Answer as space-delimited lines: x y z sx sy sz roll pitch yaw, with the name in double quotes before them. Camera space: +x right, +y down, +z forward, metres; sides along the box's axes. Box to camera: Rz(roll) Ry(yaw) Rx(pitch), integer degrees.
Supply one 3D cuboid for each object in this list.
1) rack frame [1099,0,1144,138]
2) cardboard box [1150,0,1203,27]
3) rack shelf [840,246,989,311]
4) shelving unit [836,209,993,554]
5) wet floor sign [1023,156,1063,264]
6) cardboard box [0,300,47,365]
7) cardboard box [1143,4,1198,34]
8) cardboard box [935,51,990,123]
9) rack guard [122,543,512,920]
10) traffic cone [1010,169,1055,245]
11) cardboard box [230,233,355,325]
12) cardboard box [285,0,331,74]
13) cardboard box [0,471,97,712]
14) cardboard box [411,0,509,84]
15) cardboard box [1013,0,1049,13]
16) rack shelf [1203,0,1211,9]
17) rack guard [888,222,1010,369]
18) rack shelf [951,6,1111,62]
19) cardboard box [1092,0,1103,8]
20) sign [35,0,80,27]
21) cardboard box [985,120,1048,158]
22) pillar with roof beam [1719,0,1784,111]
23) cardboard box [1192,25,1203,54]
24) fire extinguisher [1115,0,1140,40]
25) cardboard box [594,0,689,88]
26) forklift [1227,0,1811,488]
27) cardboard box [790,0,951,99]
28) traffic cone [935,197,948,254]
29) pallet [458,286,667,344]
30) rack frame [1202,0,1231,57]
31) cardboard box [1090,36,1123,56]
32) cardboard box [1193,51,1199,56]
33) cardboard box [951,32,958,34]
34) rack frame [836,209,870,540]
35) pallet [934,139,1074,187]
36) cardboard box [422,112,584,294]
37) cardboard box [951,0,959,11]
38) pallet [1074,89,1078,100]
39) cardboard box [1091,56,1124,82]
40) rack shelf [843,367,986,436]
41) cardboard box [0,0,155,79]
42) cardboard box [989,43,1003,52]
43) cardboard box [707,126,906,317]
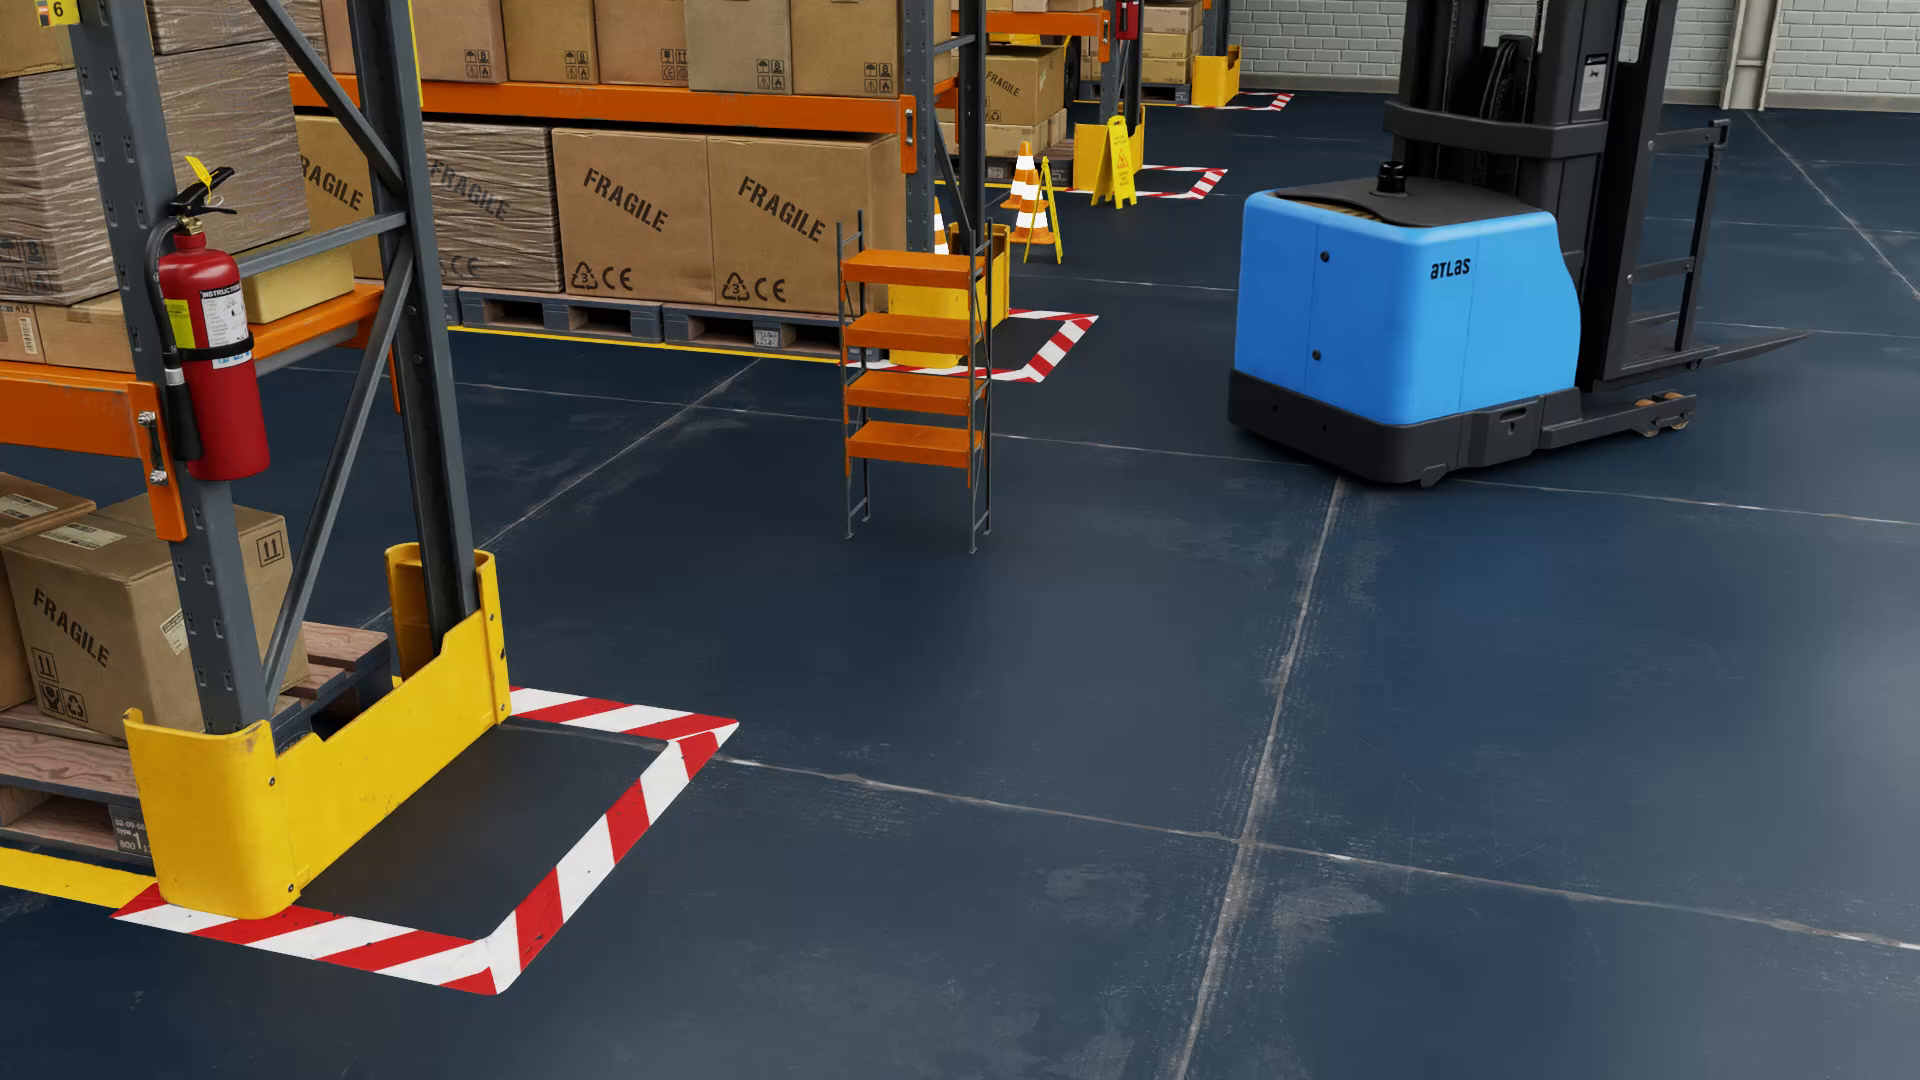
"rack frame" 1.267 -4.285 12.763 0.127 3.000 1.000 7 23 16
"cardboard box" 2.292 -5.595 17.709 0.500 0.250 0.500 6 23 15
"rack shelf" -0.158 -0.937 5.937 0.480 0.148 0.258 7 23 16
"shelving unit" -0.158 -0.573 6.087 0.503 1.200 0.258 7 23 16
"wet floor sign" 0.534 -2.102 10.544 0.232 0.644 0.267 3 22 6
"cardboard box" -2.167 -0.552 3.994 0.250 0.149 0.380 7 23 16
"cardboard box" 2.167 -5.410 17.260 0.500 0.250 0.500 7 23 17
"cardboard box" -0.076 -3.603 13.182 0.500 0.500 0.500 7 23 17
"rack guard" -1.668 0.464 4.480 0.348 0.500 1.175 7 23 16
"traffic cone" 0.488 -2.249 11.143 0.334 0.463 0.336 7 23 16
"cardboard box" -1.799 -0.686 4.320 0.250 0.149 0.380 7 23 16
"cardboard box" -3.539 -2.947 9.304 0.550 0.550 0.875 7 23 16
"cardboard box" -2.770 0.150 4.691 0.500 0.500 0.500 13 26 29
"cardboard box" -2.522 -2.793 8.929 0.550 0.550 0.875 7 23 16
"cardboard box" 0.573 -4.119 12.691 0.250 0.149 0.380 6 23 15
"rack shelf" 0.783 -5.975 17.832 4.000 0.370 1.077 7 23 16
"rack guard" -0.043 -1.316 8.820 0.348 0.500 1.175 7 23 16
"rack shelf" -0.647 -4.171 13.434 4.000 0.370 1.077 7 23 16
"cardboard box" 1.002 -4.281 13.085 0.250 0.149 0.380 7 23 16
"sign" -1.775 -1.167 3.219 0.005 0.325 0.100 7 23 16
"cardboard box" 0.393 -3.200 13.189 0.500 0.250 0.500 6 23 15
"pillar with roof beam" 6.792 -7.046 11.590 0.400 9.000 9.100 7 23 16
"cardboard box" 2.307 -5.369 17.818 0.500 0.250 0.500 7 23 16
"fire extinguisher" 1.244 -4.069 12.339 0.183 0.674 0.296 7 23 16
"cardboard box" -1.467 -2.728 8.771 0.550 0.550 0.875 7 23 16
"forklift" 2.711 -1.969 7.208 3.031 2.935 1.130 -13 26 -29
"cardboard box" -0.434 -2.569 8.382 0.550 0.550 0.875 7 23 16
"traffic cone" -0.164 -1.876 10.233 0.334 0.463 0.336 7 23 16
"pallet" -2.018 -1.379 9.353 1.213 0.211 1.003 7 23 15
"rack frame" 2.698 -6.089 17.161 0.127 3.000 1.000 7 23 16
"cardboard box" 1.664 -5.241 17.505 0.500 0.250 0.500 6 23 15
"cardboard box" 2.284 -5.136 17.907 0.500 0.250 0.500 7 23 16
"cardboard box" -0.186 -3.892 13.032 0.250 0.149 0.380 7 23 16
"rack frame" -0.392 -0.600 6.152 0.015 1.200 0.240 7 23 16
"pallet" 0.427 -3.105 13.561 1.213 0.211 1.003 7 23 16
"cardboard box" -2.449 -1.933 9.277 0.875 0.875 0.875 7 23 16
"cardboard box" 0.079 -4.172 12.820 0.250 0.149 0.380 7 23 16
"pallet" 0.789 -5.002 18.185 1.213 0.211 1.003 7 23 15
"cardboard box" 1.683 -5.005 17.590 0.500 0.250 0.500 7 23 15
"rack shelf" -0.158 -0.511 6.112 0.480 0.148 0.258 7 23 16
"cardboard box" -2.193 -1.301 3.648 0.500 0.500 0.500 7 23 16
"cardboard box" 0.050 -3.801 13.665 0.500 0.500 0.500 6 23 14
"cardboard box" -0.734 -1.737 8.798 0.875 0.875 0.875 7 23 16
